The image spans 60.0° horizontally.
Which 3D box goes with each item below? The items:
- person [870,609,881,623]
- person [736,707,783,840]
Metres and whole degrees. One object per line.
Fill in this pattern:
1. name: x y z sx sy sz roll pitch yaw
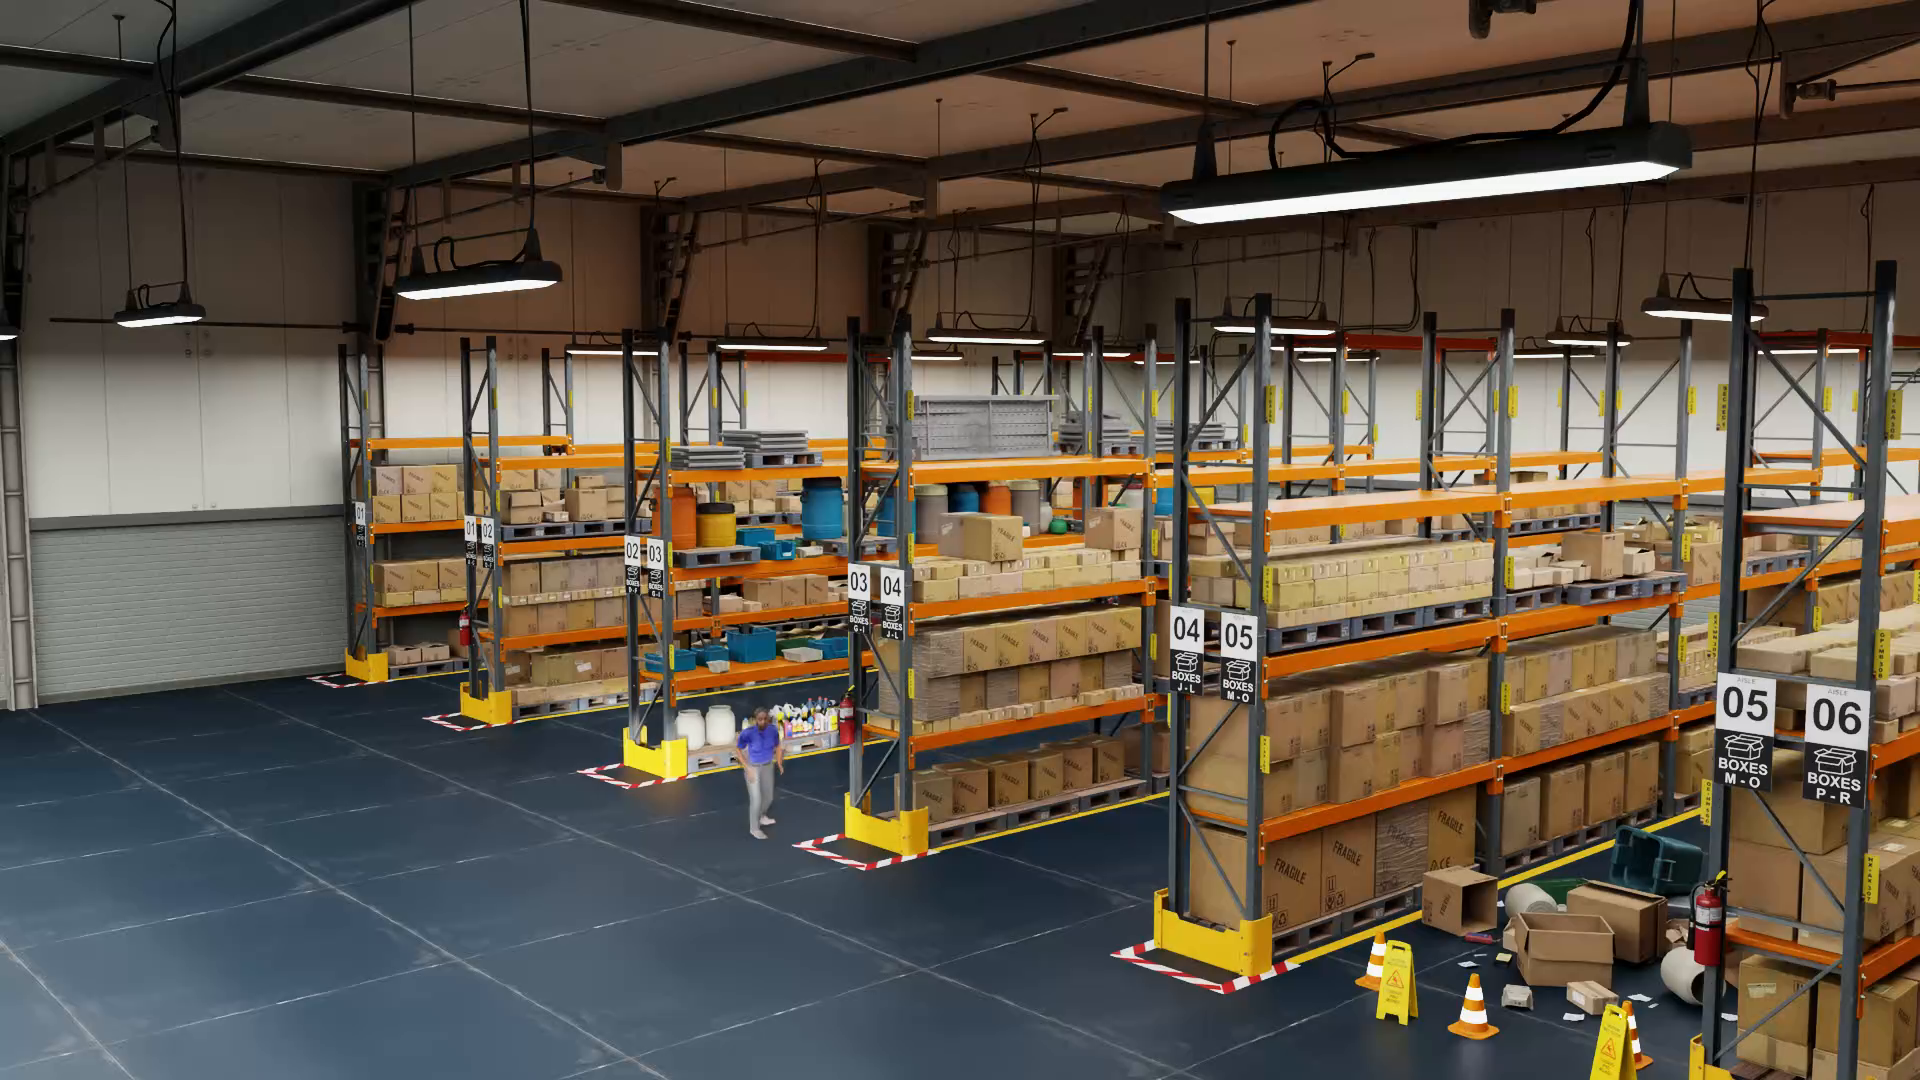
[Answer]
1. person: -1.685 1.202 34.557 0.671 1.752 0.712 -5 7 -43
2. person: -2.335 2.675 19.318 0.607 1.564 0.779 -3 6 -32
